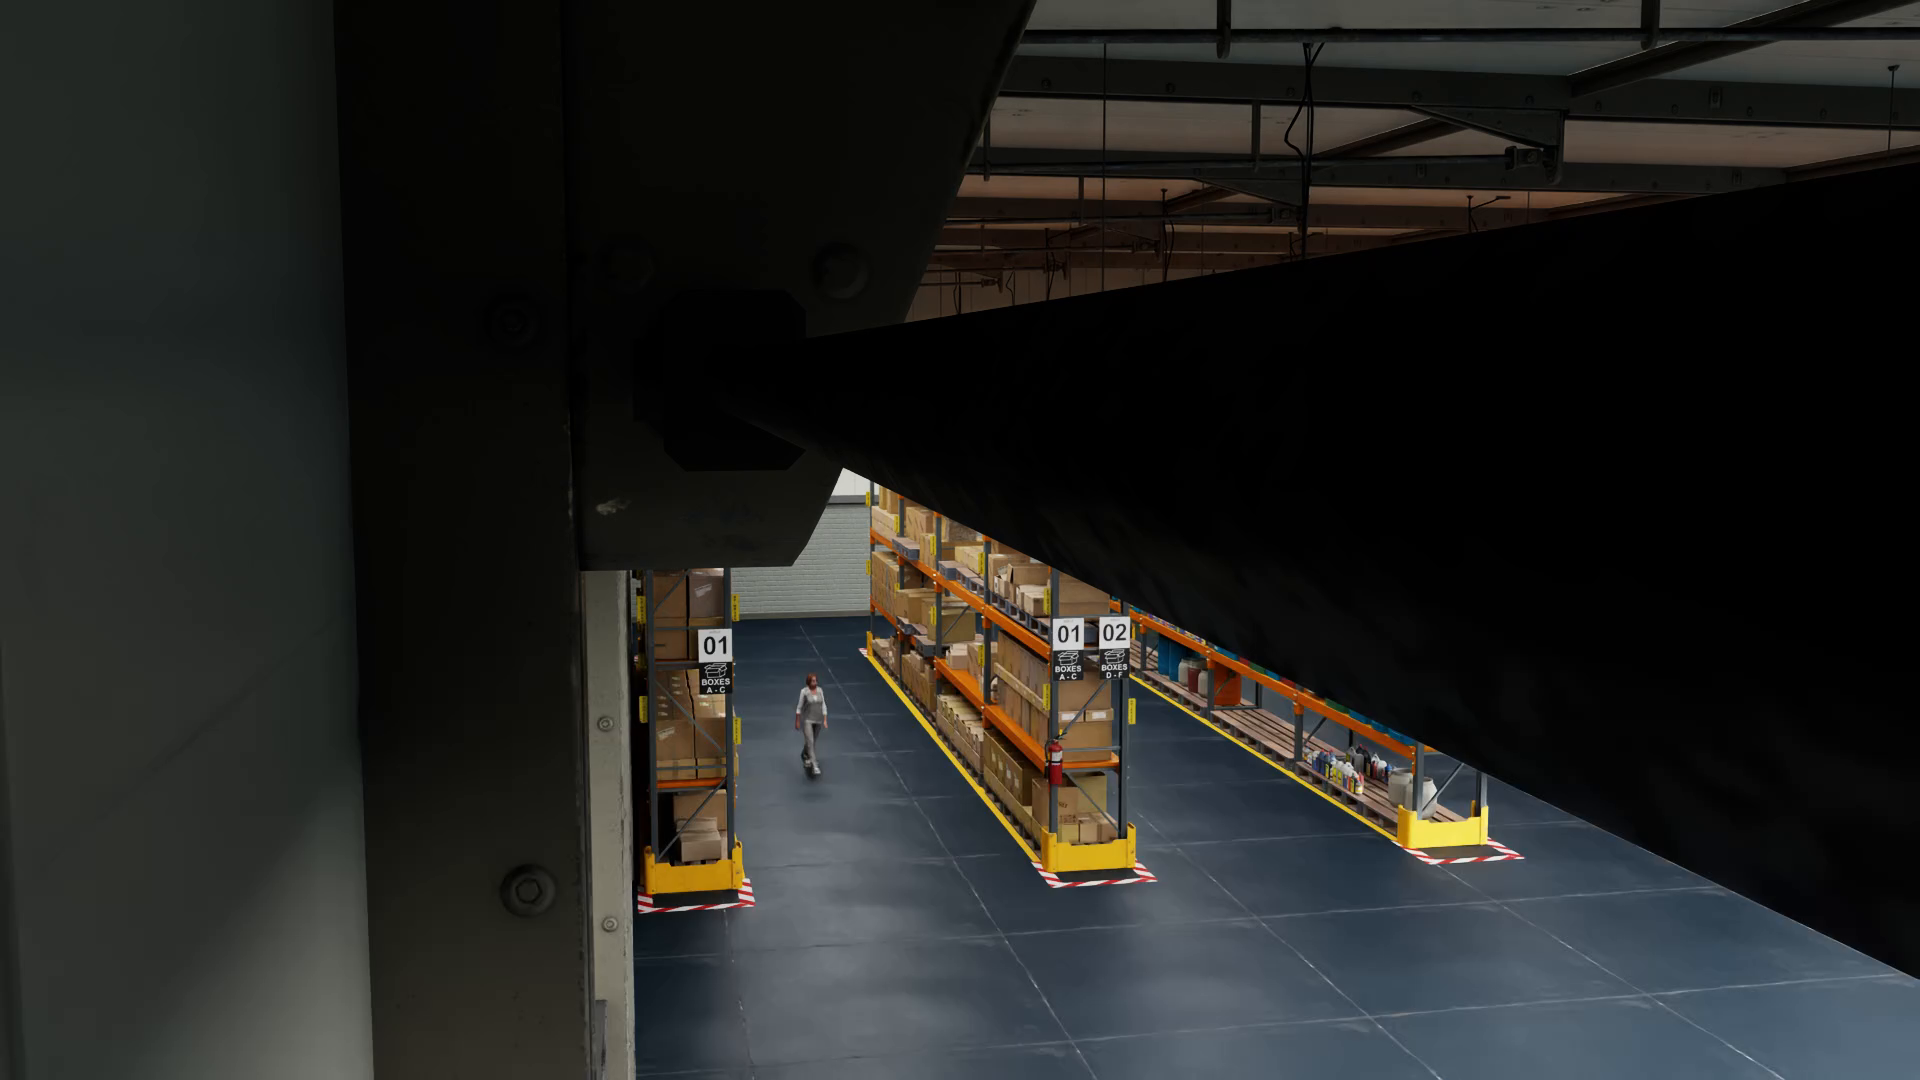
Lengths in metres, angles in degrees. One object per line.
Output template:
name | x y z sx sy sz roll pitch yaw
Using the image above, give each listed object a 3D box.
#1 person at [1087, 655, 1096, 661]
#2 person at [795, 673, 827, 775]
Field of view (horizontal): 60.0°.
person | 2.452 2.143 32.247 0.499 1.669 0.515 -1 6 -10
person | -2.279 2.837 25.902 0.439 1.543 0.969 -4 7 -36
